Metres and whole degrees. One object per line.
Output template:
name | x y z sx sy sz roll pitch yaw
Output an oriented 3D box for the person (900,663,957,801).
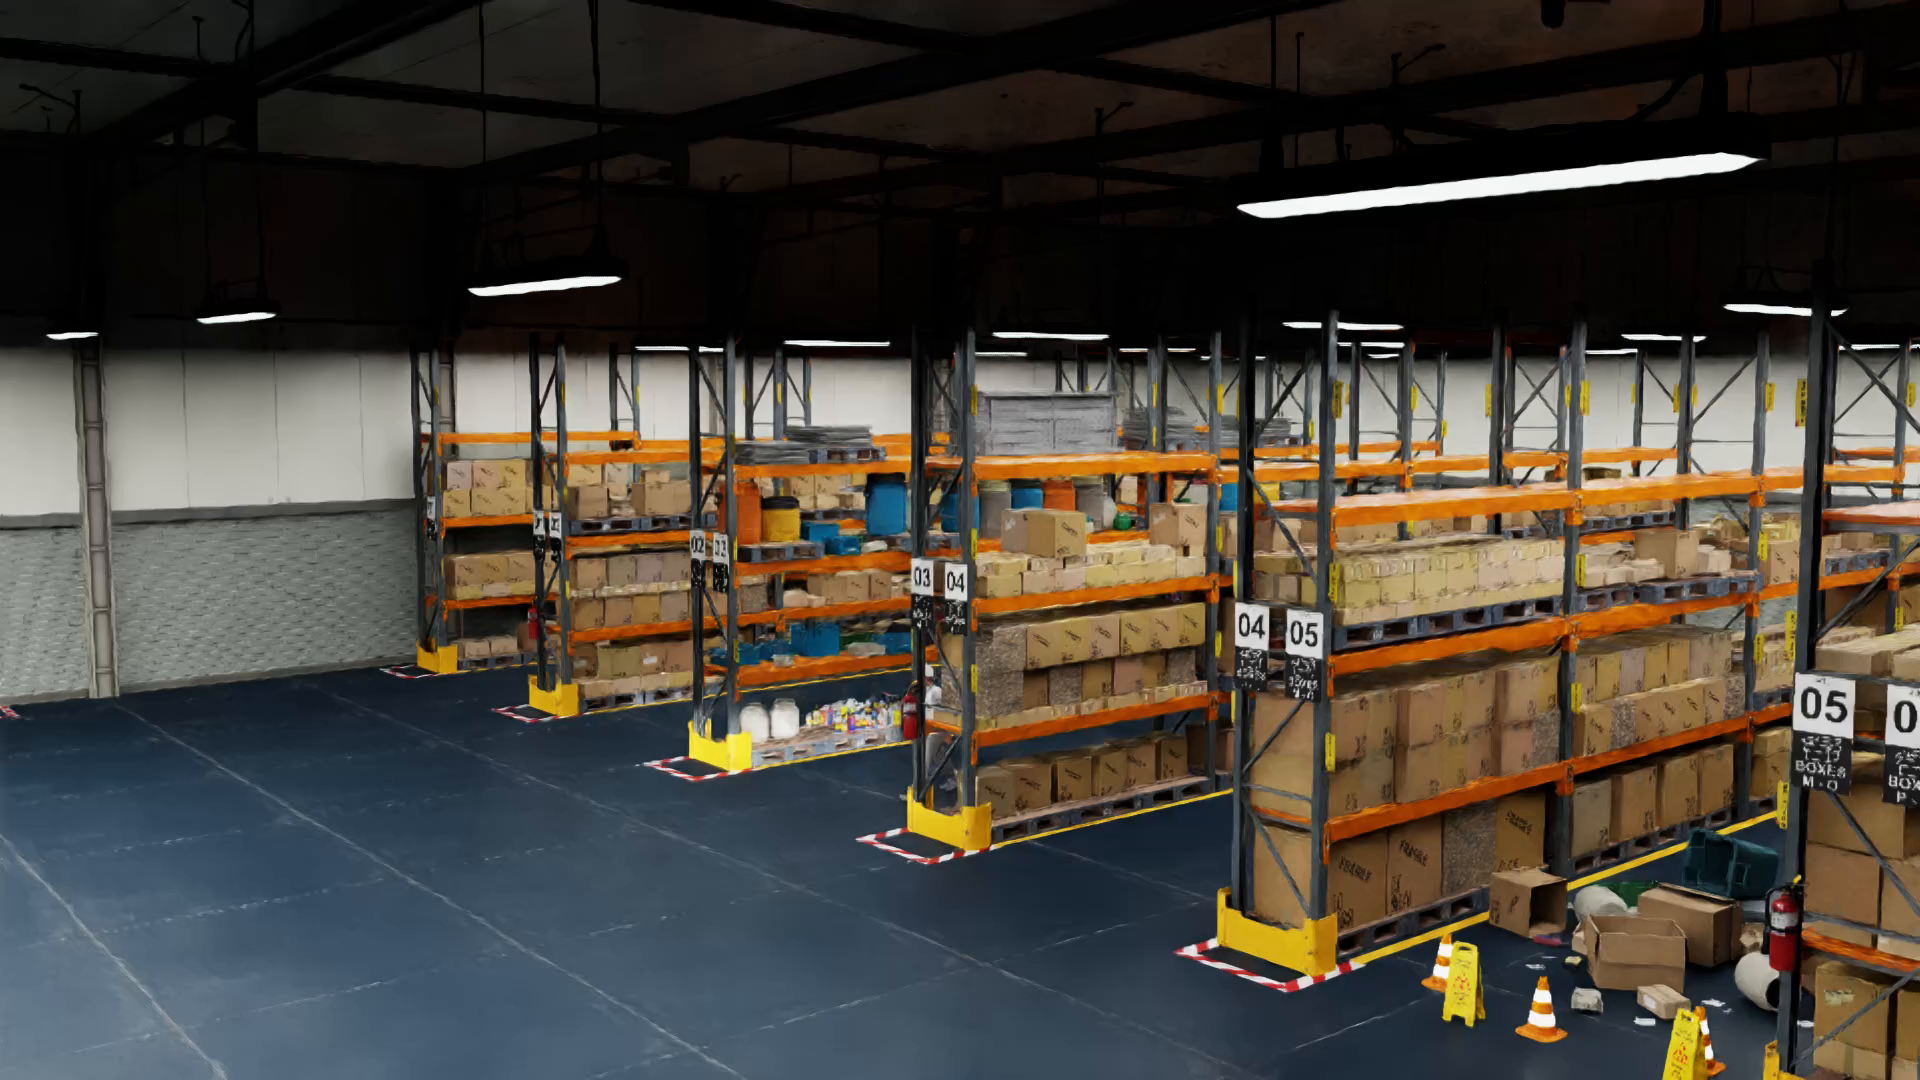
person | -0.404 2.379 20.862 1.115 1.700 0.543 -4 7 -37
